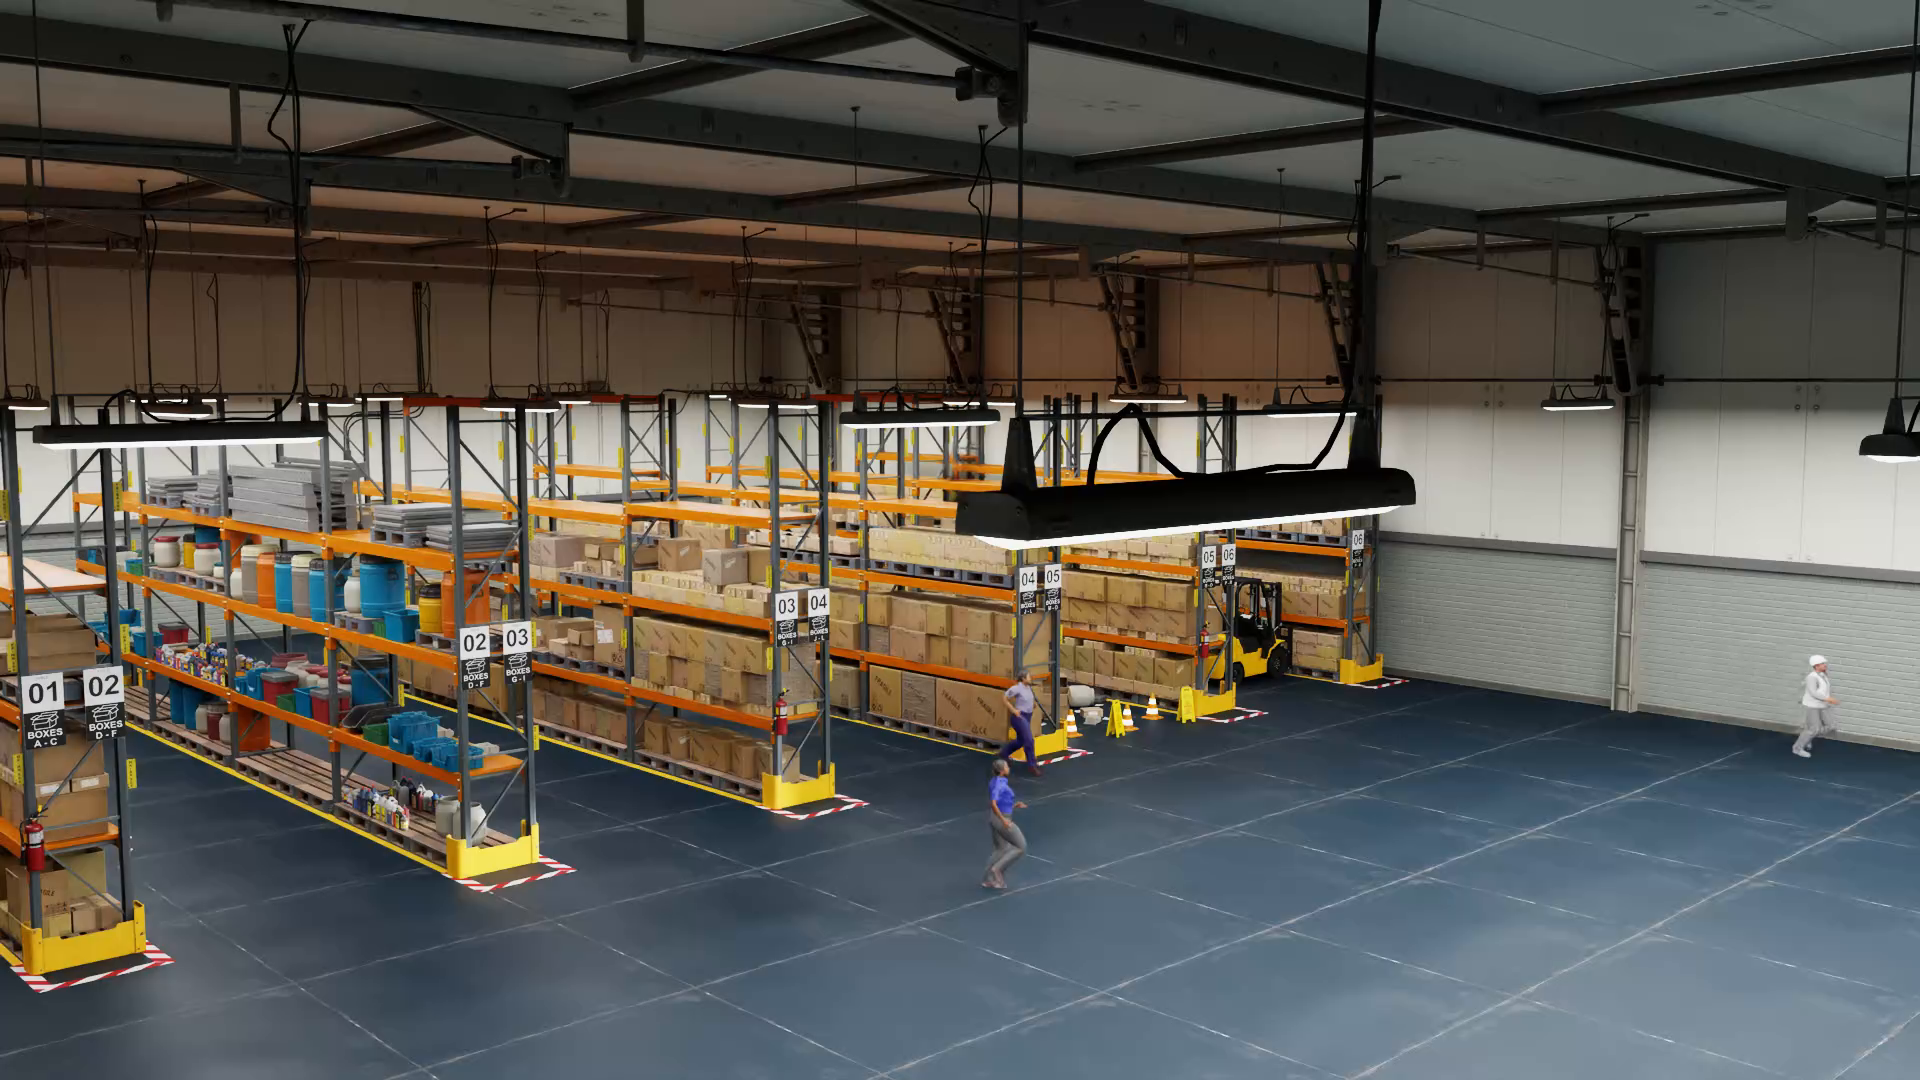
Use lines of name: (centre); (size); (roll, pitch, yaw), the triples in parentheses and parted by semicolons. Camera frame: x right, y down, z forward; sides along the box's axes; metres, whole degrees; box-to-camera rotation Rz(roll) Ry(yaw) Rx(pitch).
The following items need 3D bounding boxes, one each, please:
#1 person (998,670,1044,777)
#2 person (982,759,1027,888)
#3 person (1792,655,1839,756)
person: (1.020, 2.923, 26.888); (0.938, 1.652, 0.629); (3, 6, 25)
person: (0.567, 3.521, 20.676); (0.599, 1.619, 0.560); (-2, 6, -18)
person: (14.387, 2.778, 27.878); (0.682, 1.734, 0.703); (-5, 8, -44)
